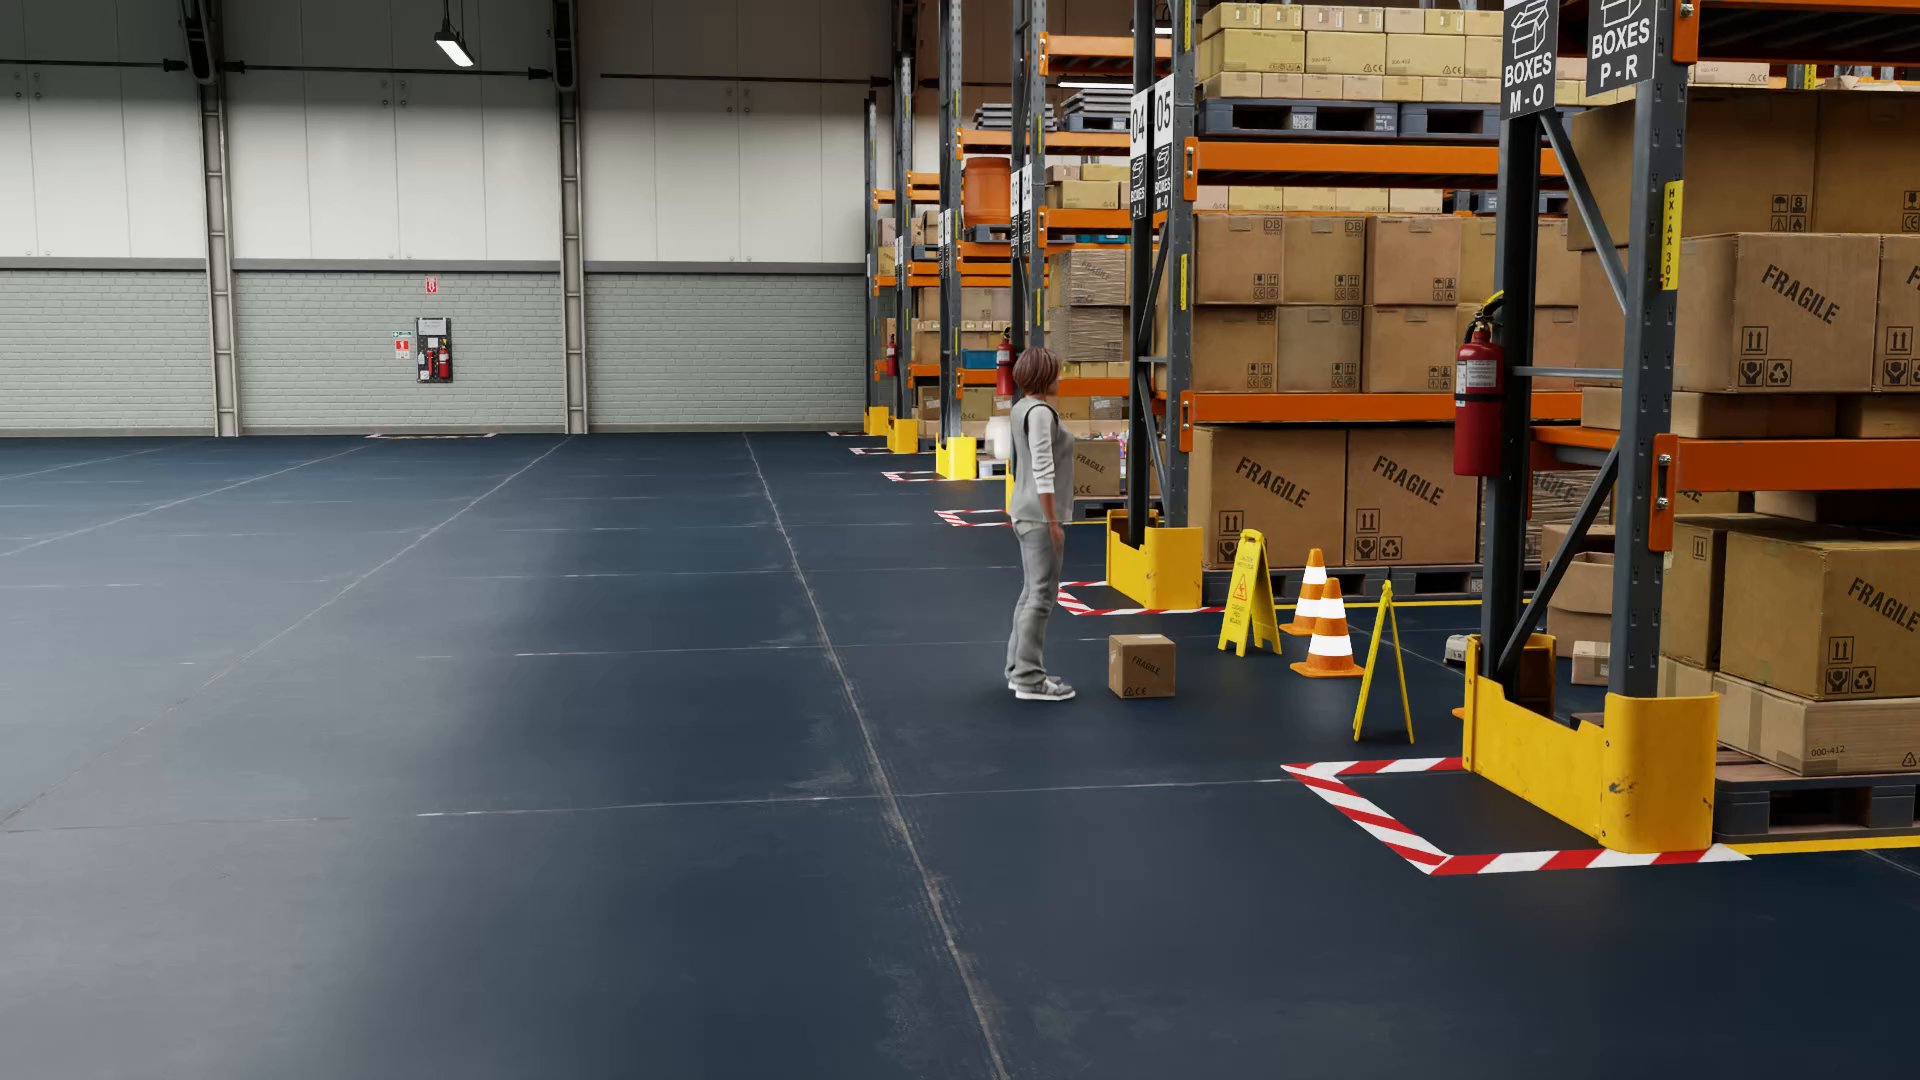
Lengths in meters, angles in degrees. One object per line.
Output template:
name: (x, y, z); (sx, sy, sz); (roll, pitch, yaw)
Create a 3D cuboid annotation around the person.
person: (0.365, -0.072, 7.572); (0.308, 1.588, 0.406); (-1, 7, -7)
